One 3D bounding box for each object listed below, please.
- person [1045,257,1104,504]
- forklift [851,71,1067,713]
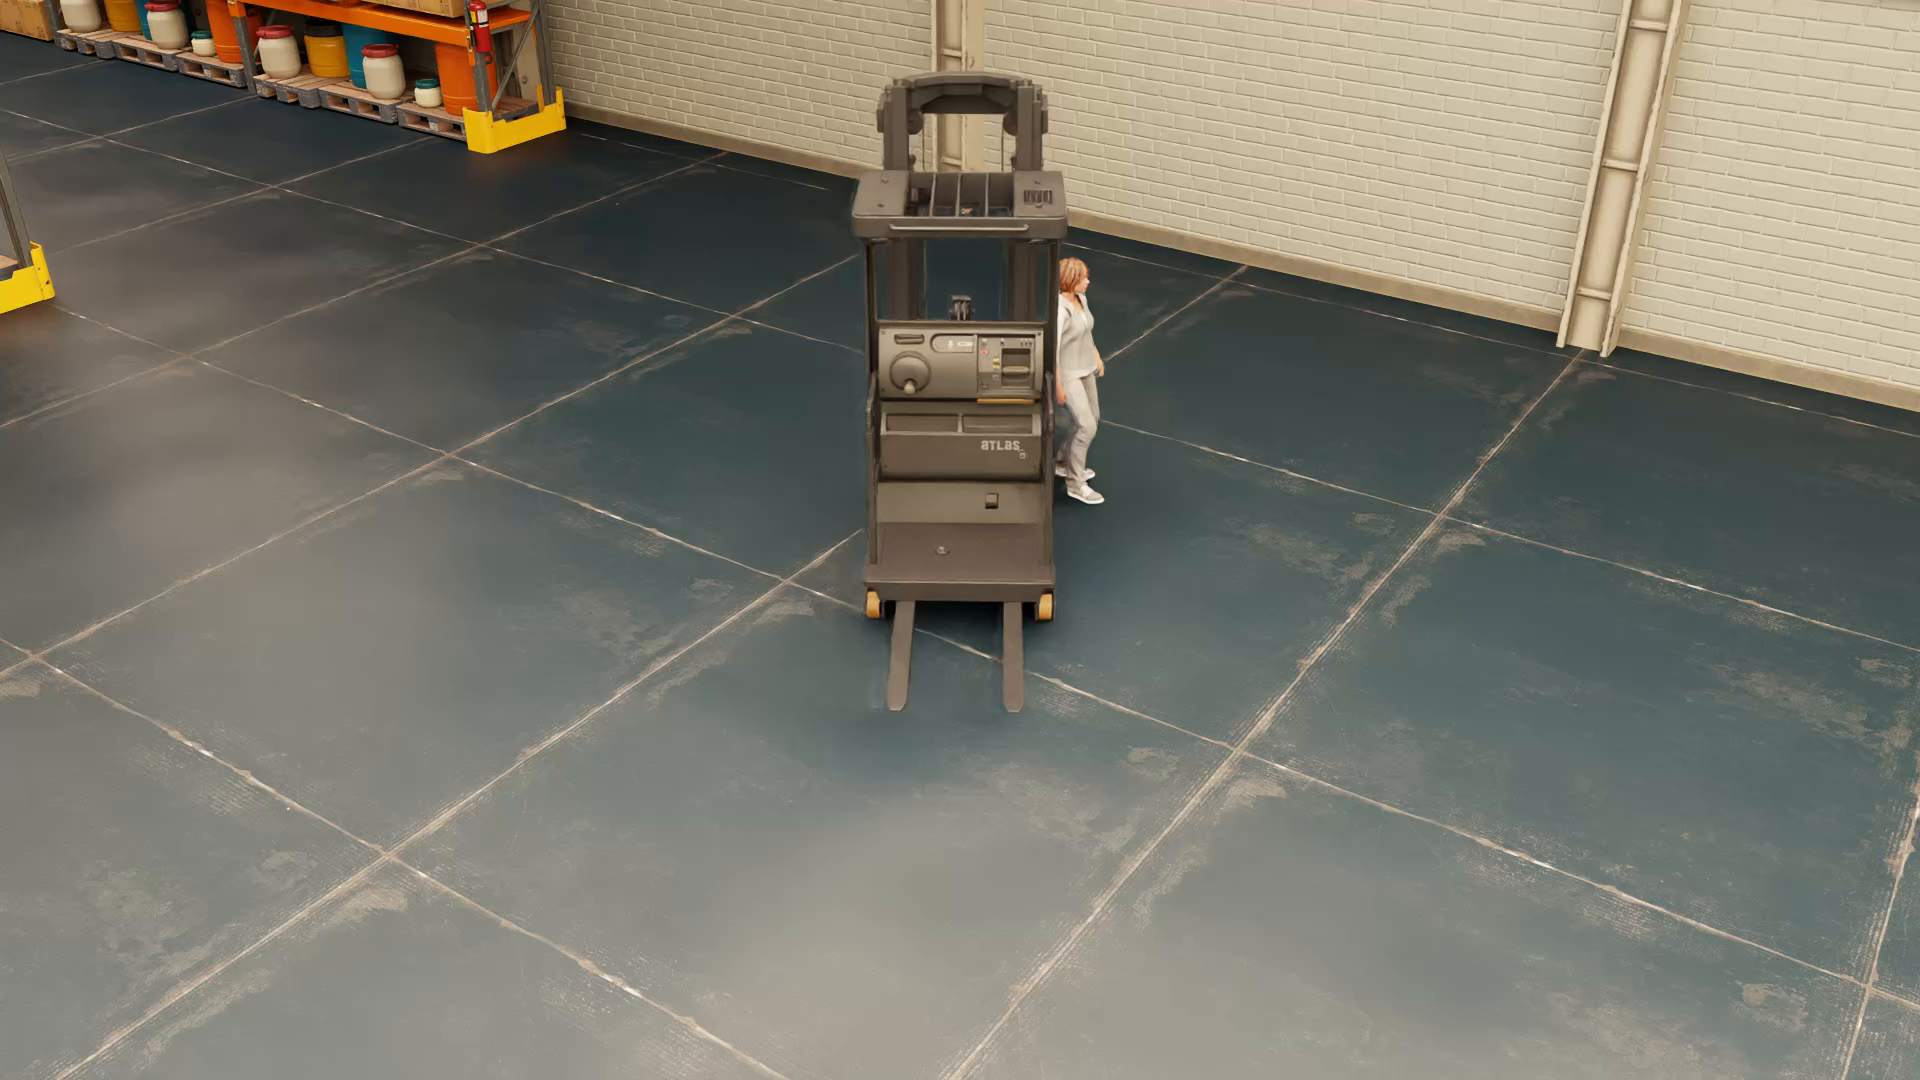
[{"bbox_3d":[0.802,-1.030,10.649,0.510,1.575,0.561,15,33,24],"label":"person"},{"bbox_3d":[0.003,-0.957,9.229,1.130,2.935,3.031,1,30,1],"label":"forklift"}]
